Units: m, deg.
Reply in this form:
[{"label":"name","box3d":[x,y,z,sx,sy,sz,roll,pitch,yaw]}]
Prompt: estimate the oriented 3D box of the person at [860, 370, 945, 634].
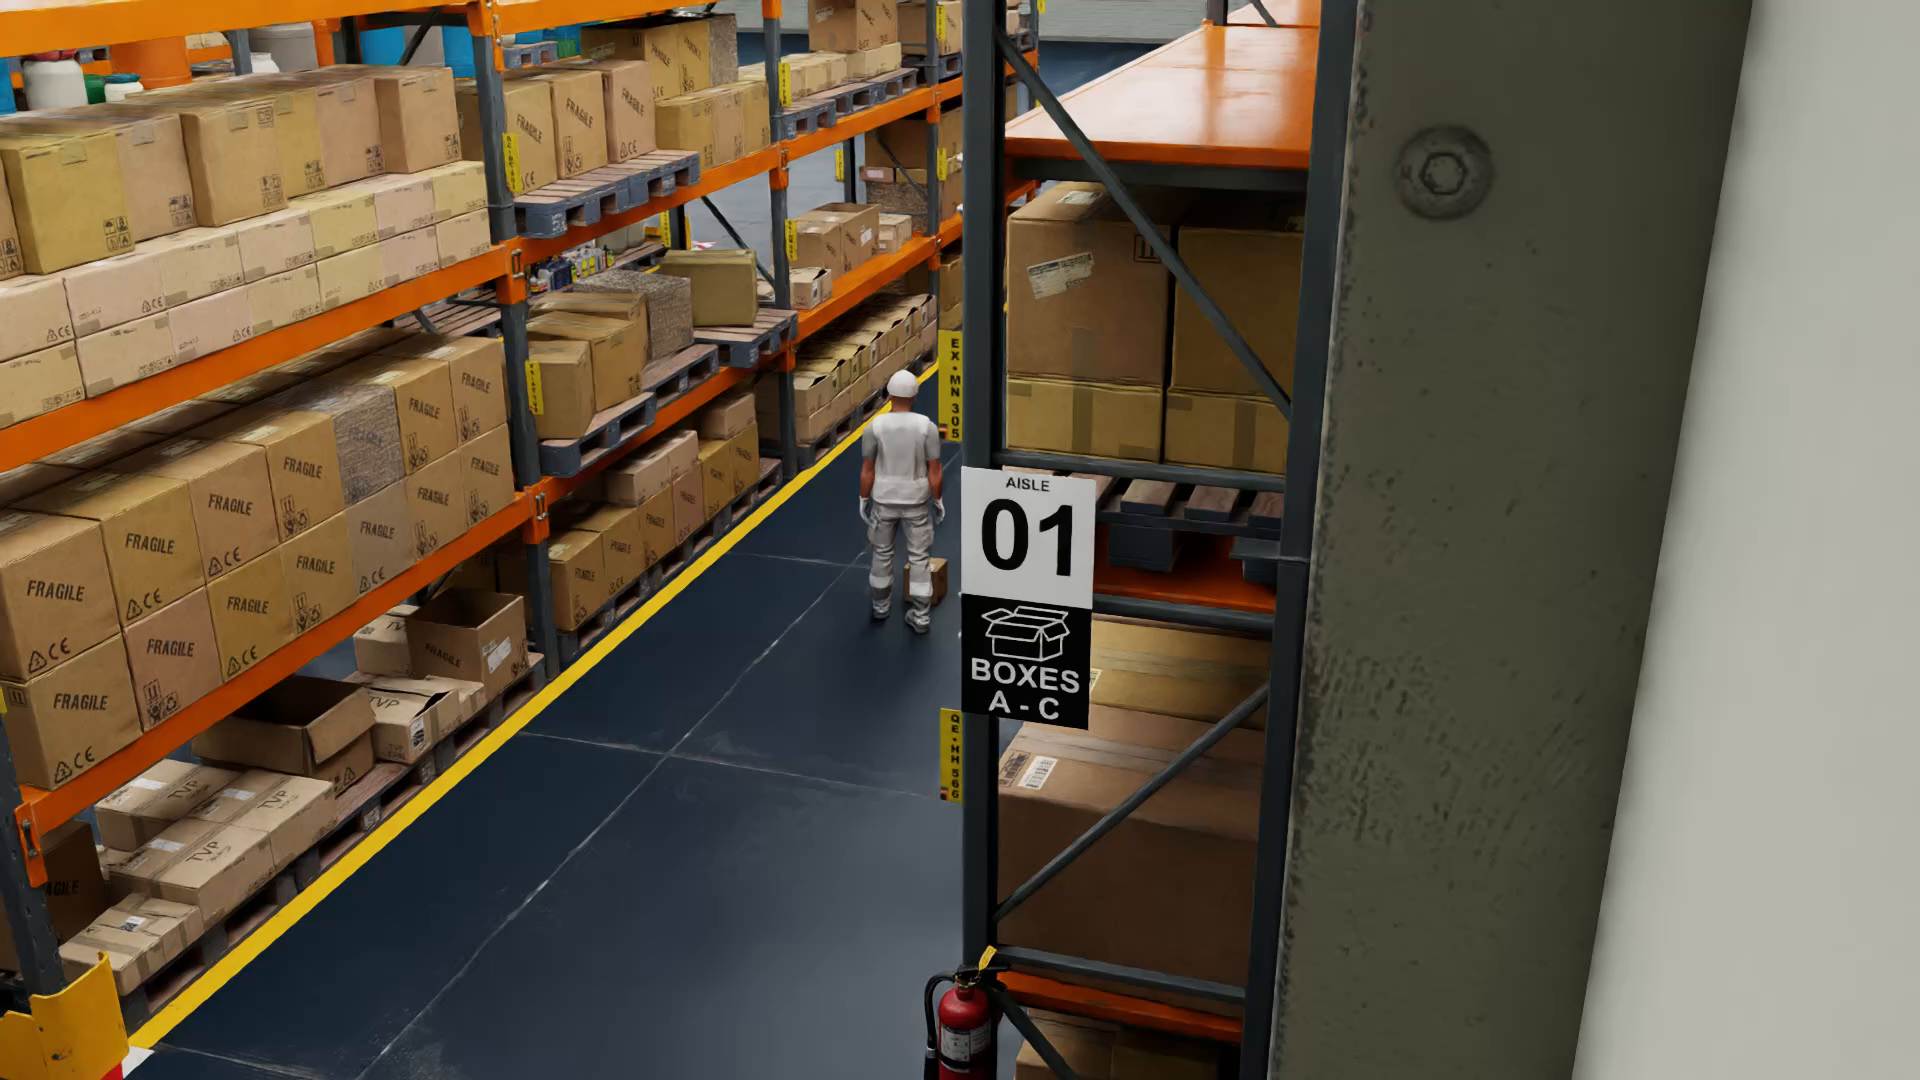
[{"label":"person","box3d":[-0.386,-0.289,11.158,0.569,1.789,0.559,0,22,-1]}]
